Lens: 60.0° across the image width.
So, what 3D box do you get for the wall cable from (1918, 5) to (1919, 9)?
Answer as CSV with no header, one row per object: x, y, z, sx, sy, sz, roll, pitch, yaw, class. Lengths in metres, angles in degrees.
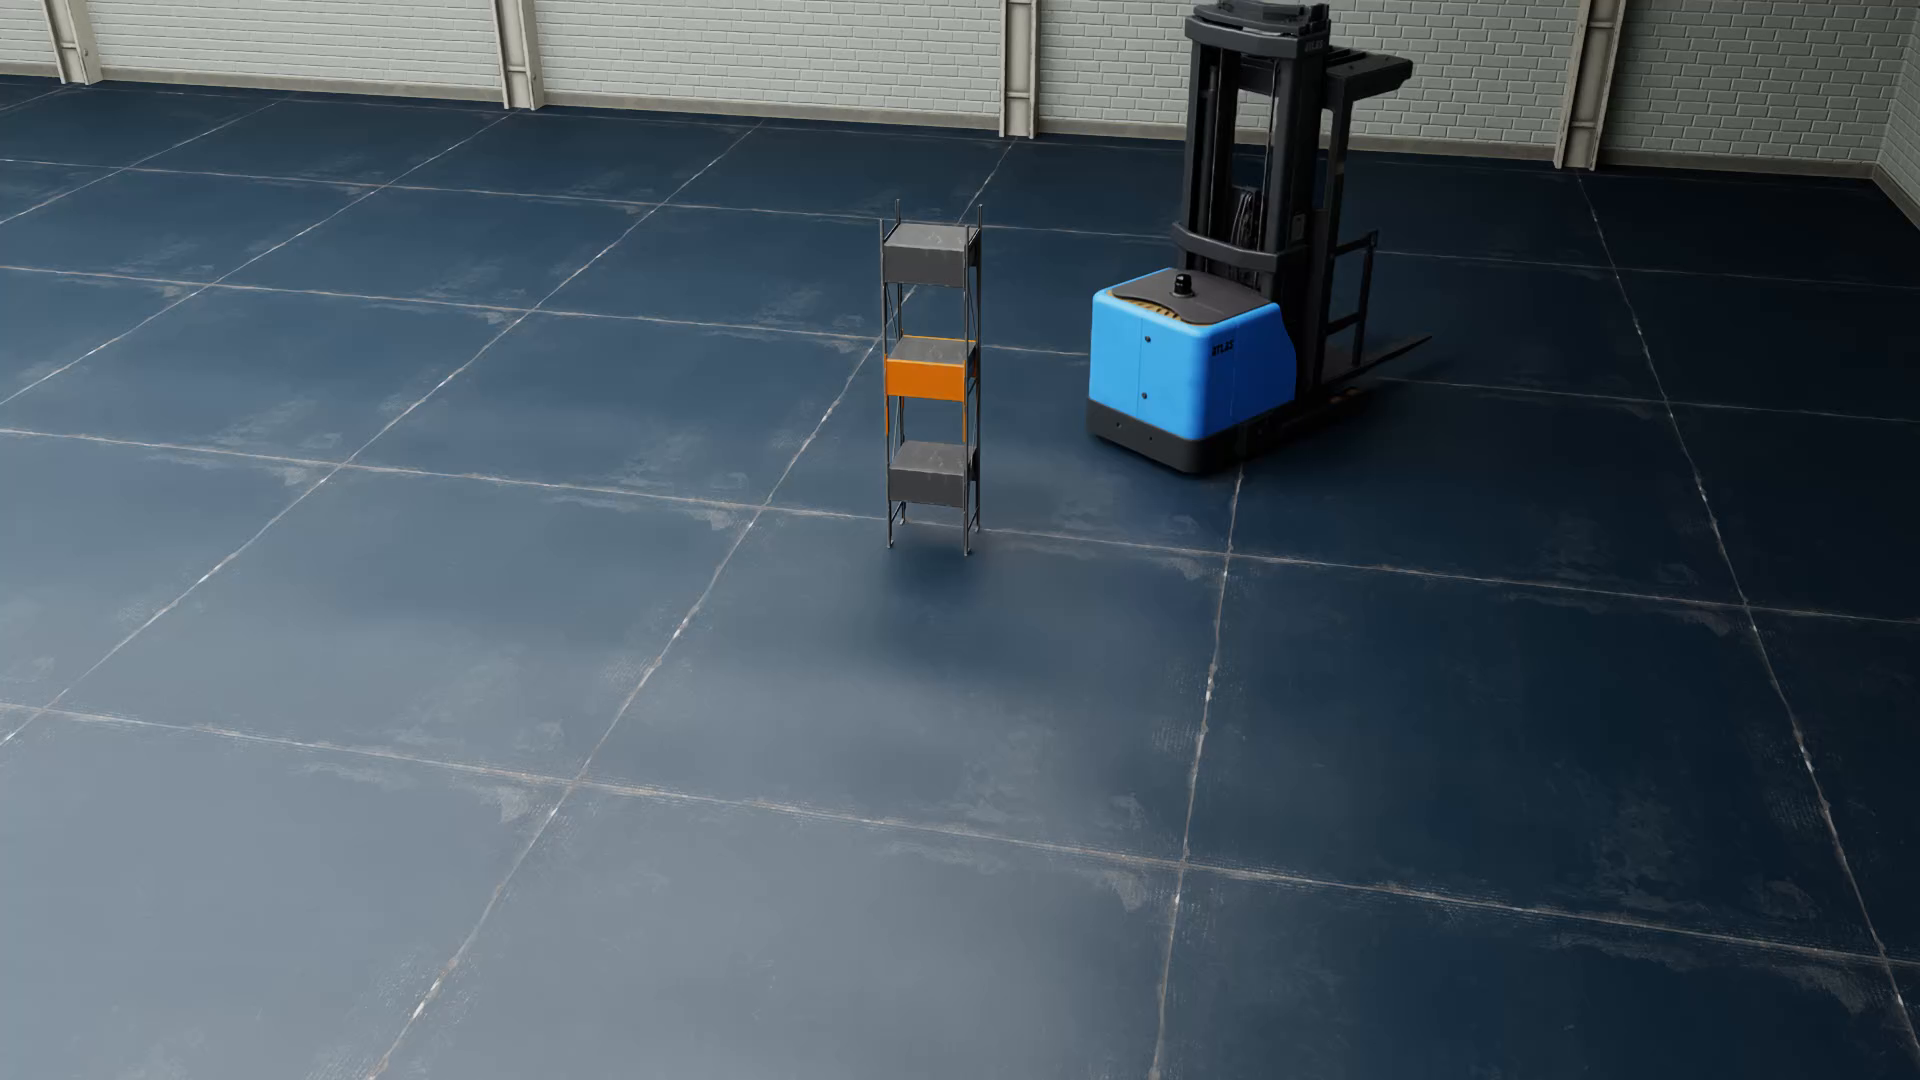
9.138,-5.656,14.607,0.112,2.526,3.097,6,29,11,wall cable

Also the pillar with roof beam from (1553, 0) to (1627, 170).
5.634,-5.913,11.842,0.400,9.000,9.100,6,29,11,pillar with roof beam

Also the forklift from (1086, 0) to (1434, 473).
2.319,-2.319,11.596,3.031,2.935,1.130,-23,36,-36,forklift

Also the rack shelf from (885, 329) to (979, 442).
-0.162,-0.926,9.945,0.480,0.518,0.431,6,29,11,rack shelf

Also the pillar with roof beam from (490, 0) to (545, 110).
-6.101,-7.116,14.040,0.400,9.000,9.100,6,29,11,pillar with roof beam

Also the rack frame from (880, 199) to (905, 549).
-0.401,-0.962,9.983,0.015,2.100,0.400,6,29,11,rack frame

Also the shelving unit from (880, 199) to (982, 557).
-0.162,-0.938,9.938,0.503,2.100,0.431,6,29,11,shelving unit

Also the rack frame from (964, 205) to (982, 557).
0.077,-0.913,9.893,0.015,2.100,0.400,6,29,11,rack frame

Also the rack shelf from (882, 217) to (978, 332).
-0.162,-1.540,9.609,0.480,0.518,0.431,6,29,11,rack shelf

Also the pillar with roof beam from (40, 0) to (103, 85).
-11.969,-7.718,15.139,0.400,9.000,9.100,6,29,11,pillar with roof beam

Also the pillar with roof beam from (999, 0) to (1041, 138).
-0.233,-6.515,12.941,0.400,9.000,9.100,6,29,11,pillar with roof beam

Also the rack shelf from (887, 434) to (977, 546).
-0.162,-0.312,10.281,0.480,0.518,0.431,6,29,11,rack shelf
